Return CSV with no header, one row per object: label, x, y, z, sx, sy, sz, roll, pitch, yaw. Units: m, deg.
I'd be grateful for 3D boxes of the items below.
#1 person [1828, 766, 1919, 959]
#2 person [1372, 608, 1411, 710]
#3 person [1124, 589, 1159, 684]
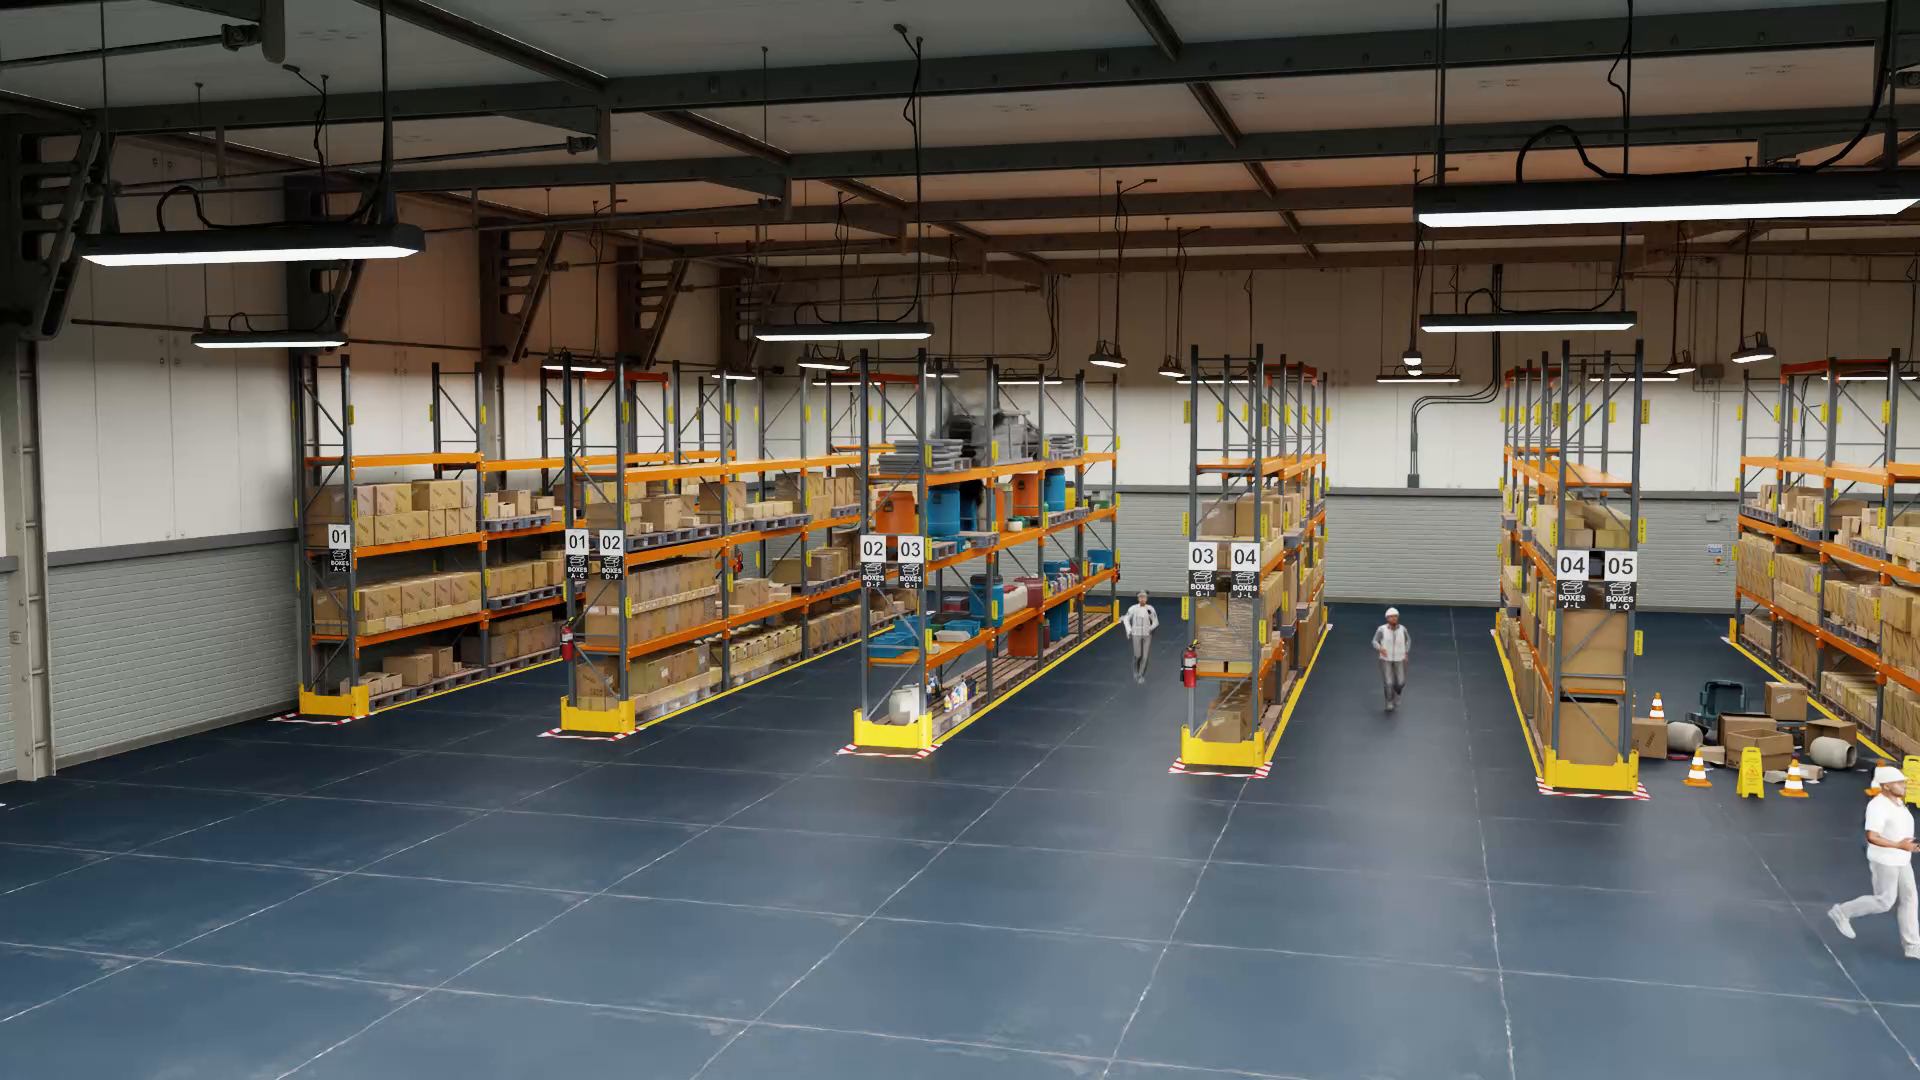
person,8.564,2.962,15.353,0.700,1.762,0.956,-4,6,-40
person,7.316,2.019,28.155,0.673,1.734,0.569,0,4,5
person,3.193,1.696,29.194,0.608,1.671,0.517,0,4,1
